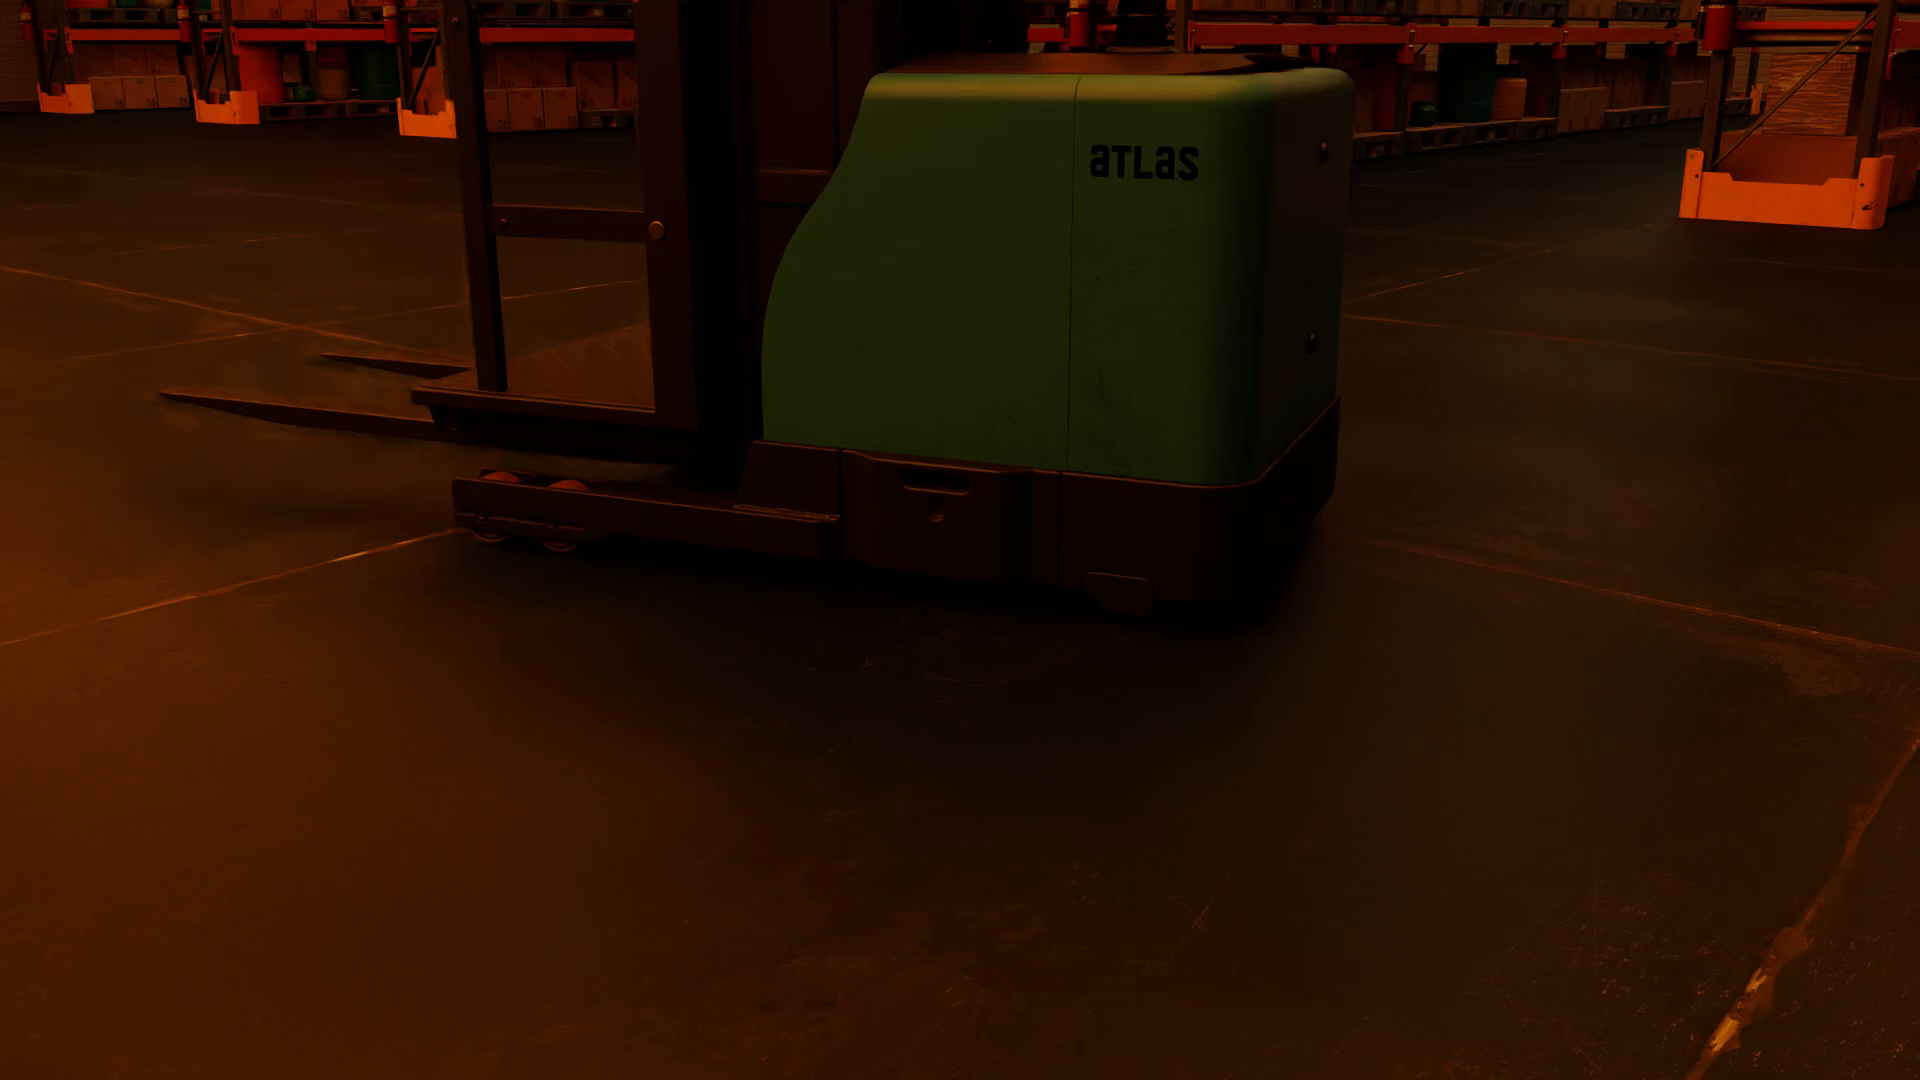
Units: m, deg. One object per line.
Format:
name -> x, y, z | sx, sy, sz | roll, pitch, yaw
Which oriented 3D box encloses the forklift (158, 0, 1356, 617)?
forklift -> -0.643, -1.507, 3.859 | 3.031, 2.935, 1.130 | 7, 18, 22
